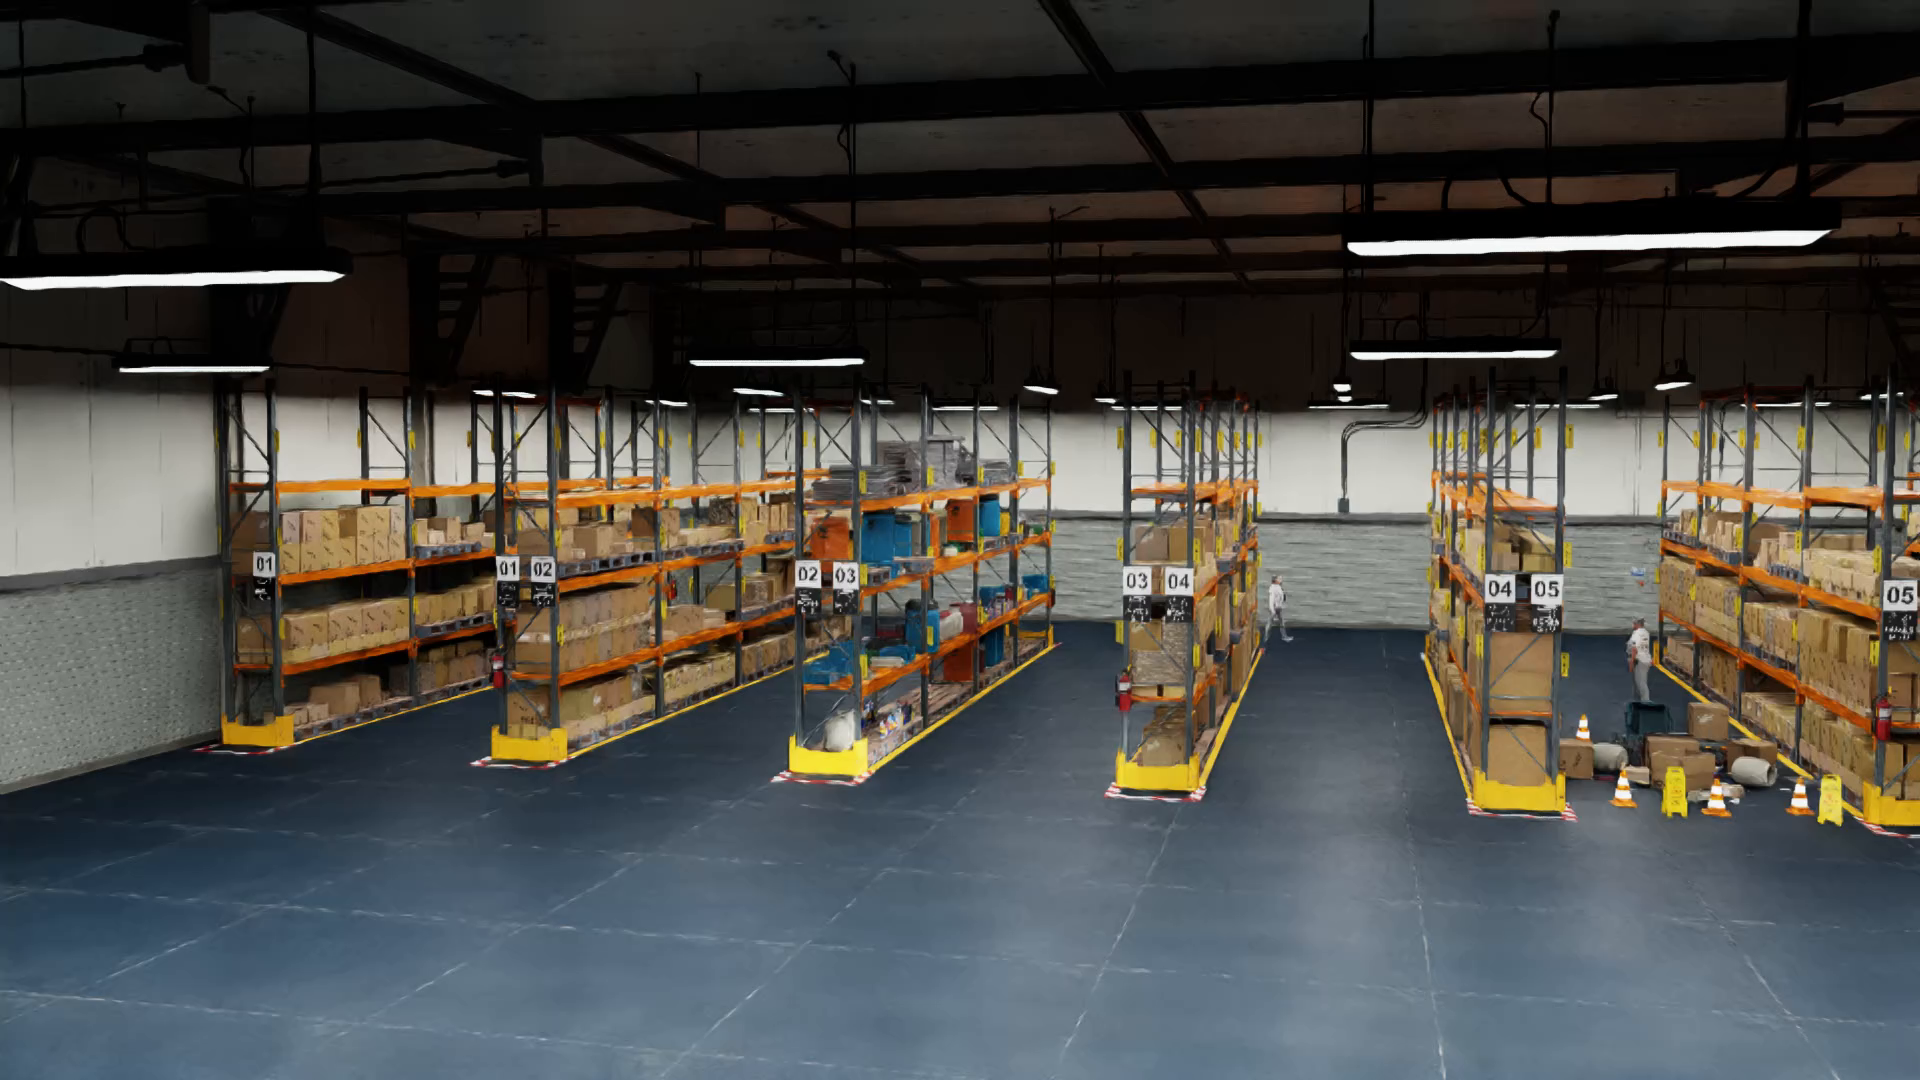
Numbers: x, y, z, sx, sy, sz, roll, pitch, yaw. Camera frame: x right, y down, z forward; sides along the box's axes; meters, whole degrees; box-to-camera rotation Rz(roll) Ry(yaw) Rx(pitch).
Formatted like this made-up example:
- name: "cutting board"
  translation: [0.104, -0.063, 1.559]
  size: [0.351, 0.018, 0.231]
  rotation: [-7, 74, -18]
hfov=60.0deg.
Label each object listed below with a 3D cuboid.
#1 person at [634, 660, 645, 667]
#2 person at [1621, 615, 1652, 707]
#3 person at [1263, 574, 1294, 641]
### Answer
- name: "person"
  translation: [-6.647, 2.052, 34.240]
  size: [0.555, 1.772, 0.615]
  rotation: [3, 5, 41]
- name: "person"
  translation: [12.516, 2.269, 30.748]
  size: [0.589, 1.744, 0.669]
  rotation: [3, 4, 38]
- name: "person"
  translation: [7.904, 1.671, 41.416]
  size: [0.682, 1.670, 0.555]
  rotation: [-3, 4, -38]
